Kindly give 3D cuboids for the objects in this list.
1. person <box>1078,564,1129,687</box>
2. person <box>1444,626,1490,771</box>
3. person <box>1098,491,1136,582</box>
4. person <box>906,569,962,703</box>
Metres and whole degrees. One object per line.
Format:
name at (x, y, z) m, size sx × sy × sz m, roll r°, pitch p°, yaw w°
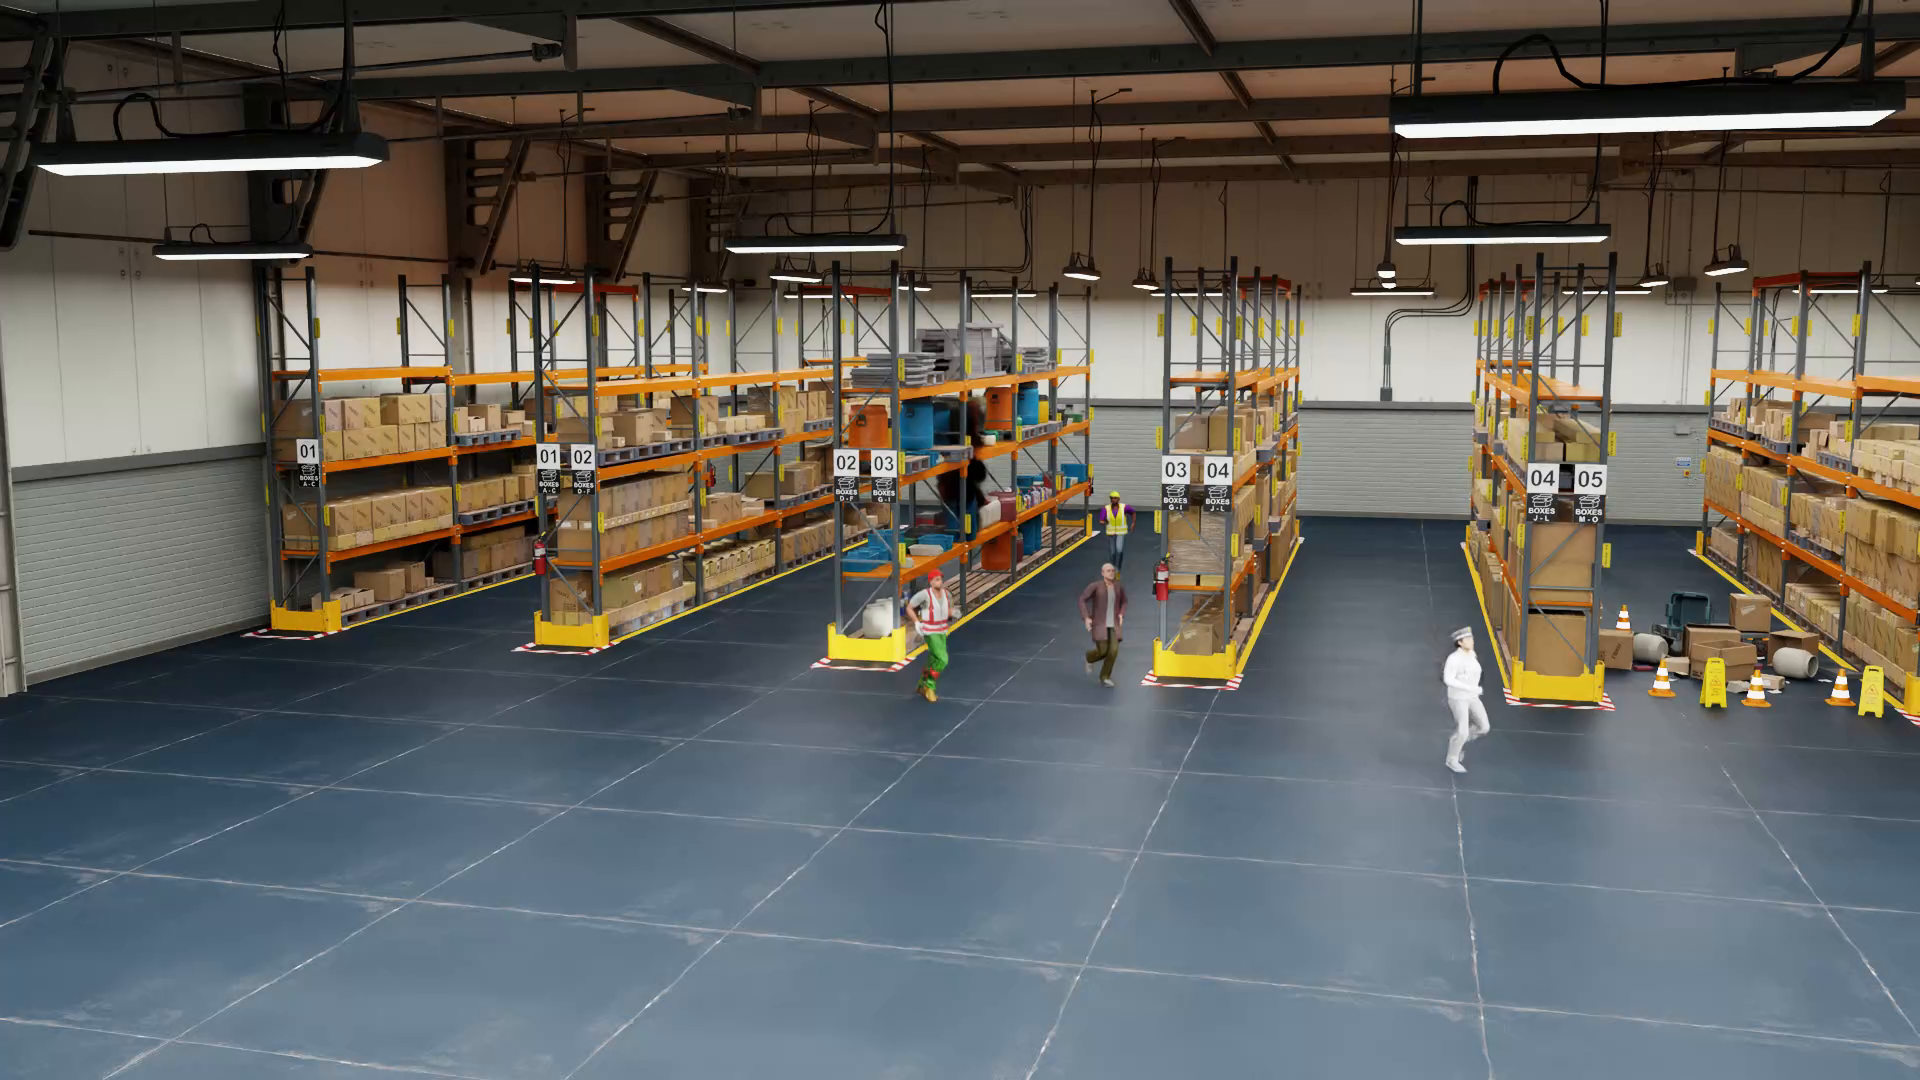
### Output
person at (2.048, 1.185, 23.470) m, size 0.743 × 1.719 × 0.685 m, roll -3°, pitch 8°, yaw -22°
person at (5.746, 1.801, 18.811) m, size 0.668 × 1.663 × 0.513 m, roll -6°, pitch 9°, yaw -37°
person at (3.136, -0.084, 33.264) m, size 0.710 × 1.800 × 0.894 m, roll 2°, pitch 7°, yaw 14°
person at (-0.308, 1.289, 22.468) m, size 0.713 × 1.809 × 0.619 m, roll 7°, pitch 10°, yaw 44°
